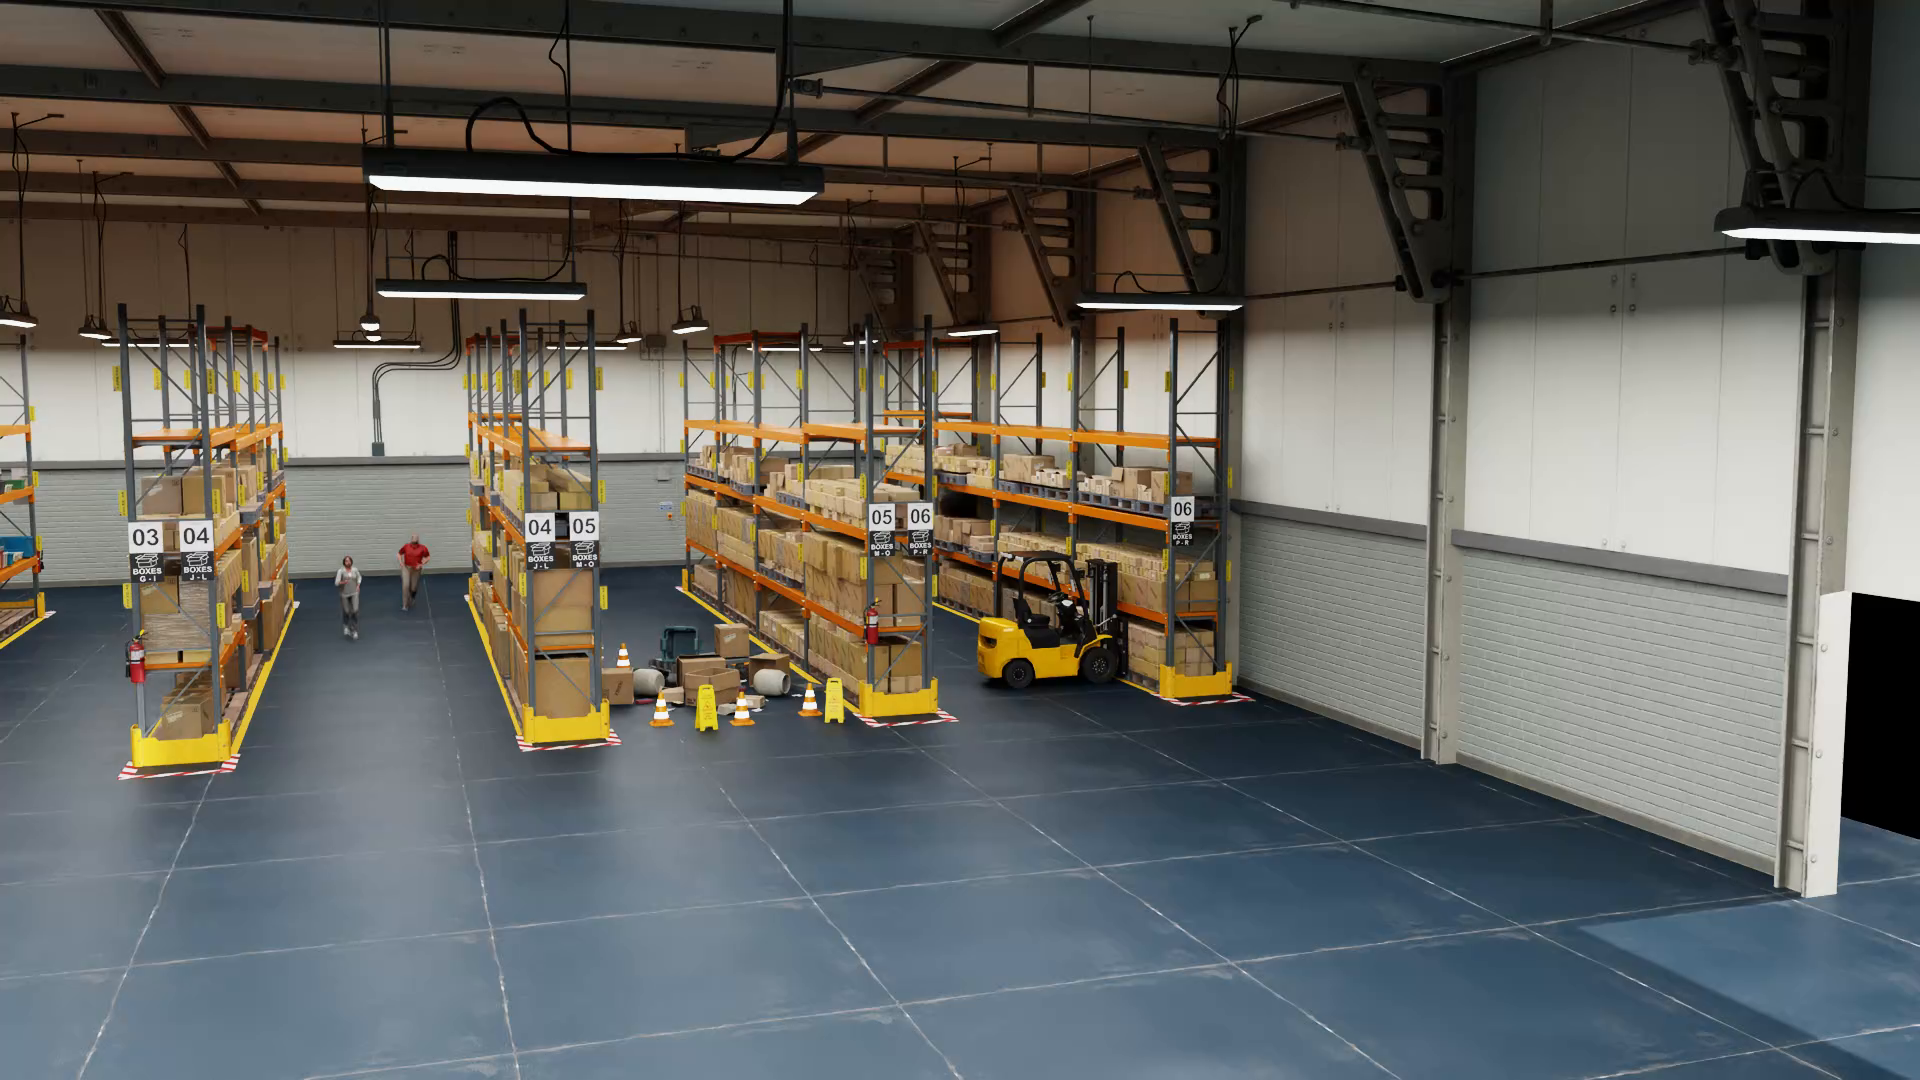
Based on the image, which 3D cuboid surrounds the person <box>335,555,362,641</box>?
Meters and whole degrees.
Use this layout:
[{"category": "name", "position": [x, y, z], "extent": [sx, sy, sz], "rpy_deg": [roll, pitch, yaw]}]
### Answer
[{"category": "person", "position": [-11.926, 1.115, 32.465], "extent": [0.523, 1.634, 0.704], "rpy_deg": [-3, 6, -27]}]

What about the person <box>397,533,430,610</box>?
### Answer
[{"category": "person", "position": [-12.115, 0.688, 36.875], "extent": [0.705, 1.687, 0.682], "rpy_deg": [-1, 6, -11]}]
